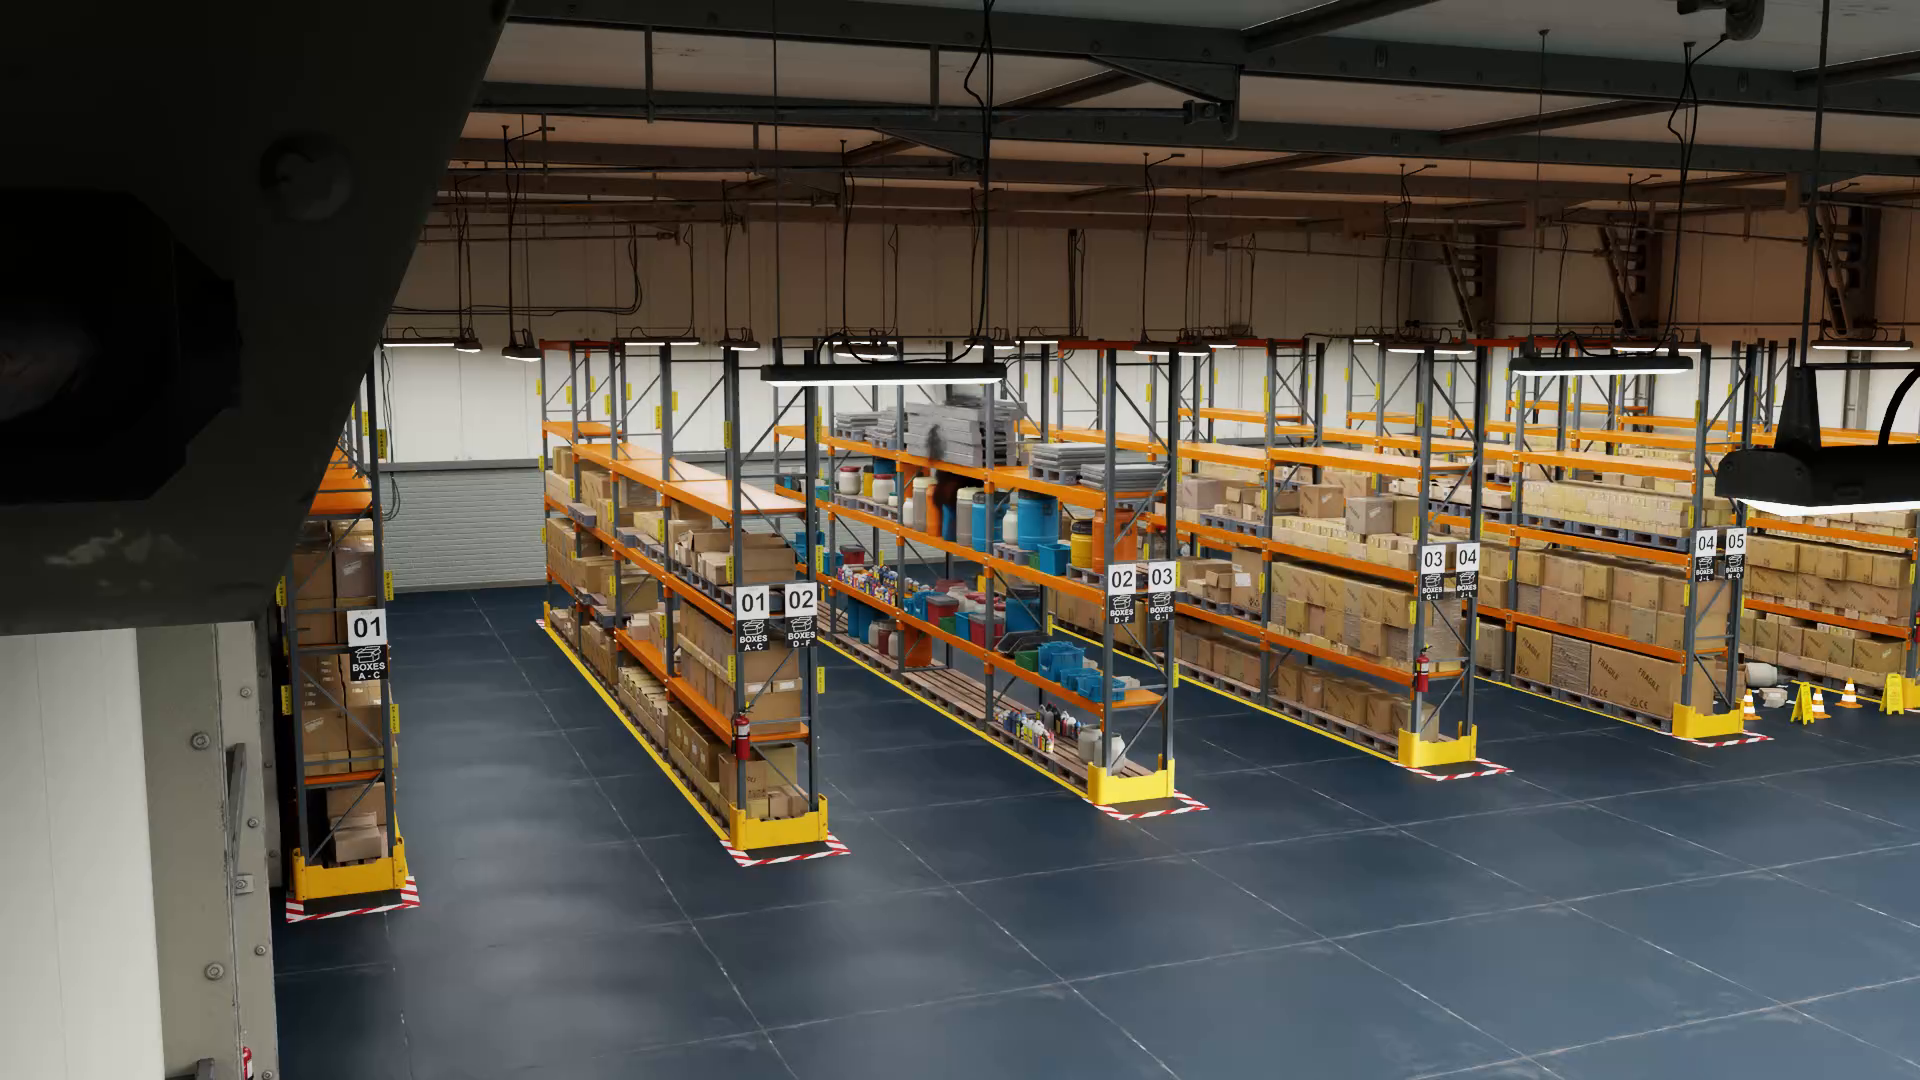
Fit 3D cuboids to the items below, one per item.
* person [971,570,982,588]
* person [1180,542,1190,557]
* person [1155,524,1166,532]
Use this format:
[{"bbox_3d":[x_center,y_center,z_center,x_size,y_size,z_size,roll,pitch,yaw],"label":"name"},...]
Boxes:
[{"bbox_3d":[0.587,0.326,39.712,0.740,1.721,0.749,-5,9,-36],"label":"person"},{"bbox_3d":[5.779,0.017,41.702,0.481,1.779,0.647,1,8,11],"label":"person"},{"bbox_3d":[4.922,0.098,41.710,0.771,1.808,0.655,-7,10,-42],"label":"person"}]
